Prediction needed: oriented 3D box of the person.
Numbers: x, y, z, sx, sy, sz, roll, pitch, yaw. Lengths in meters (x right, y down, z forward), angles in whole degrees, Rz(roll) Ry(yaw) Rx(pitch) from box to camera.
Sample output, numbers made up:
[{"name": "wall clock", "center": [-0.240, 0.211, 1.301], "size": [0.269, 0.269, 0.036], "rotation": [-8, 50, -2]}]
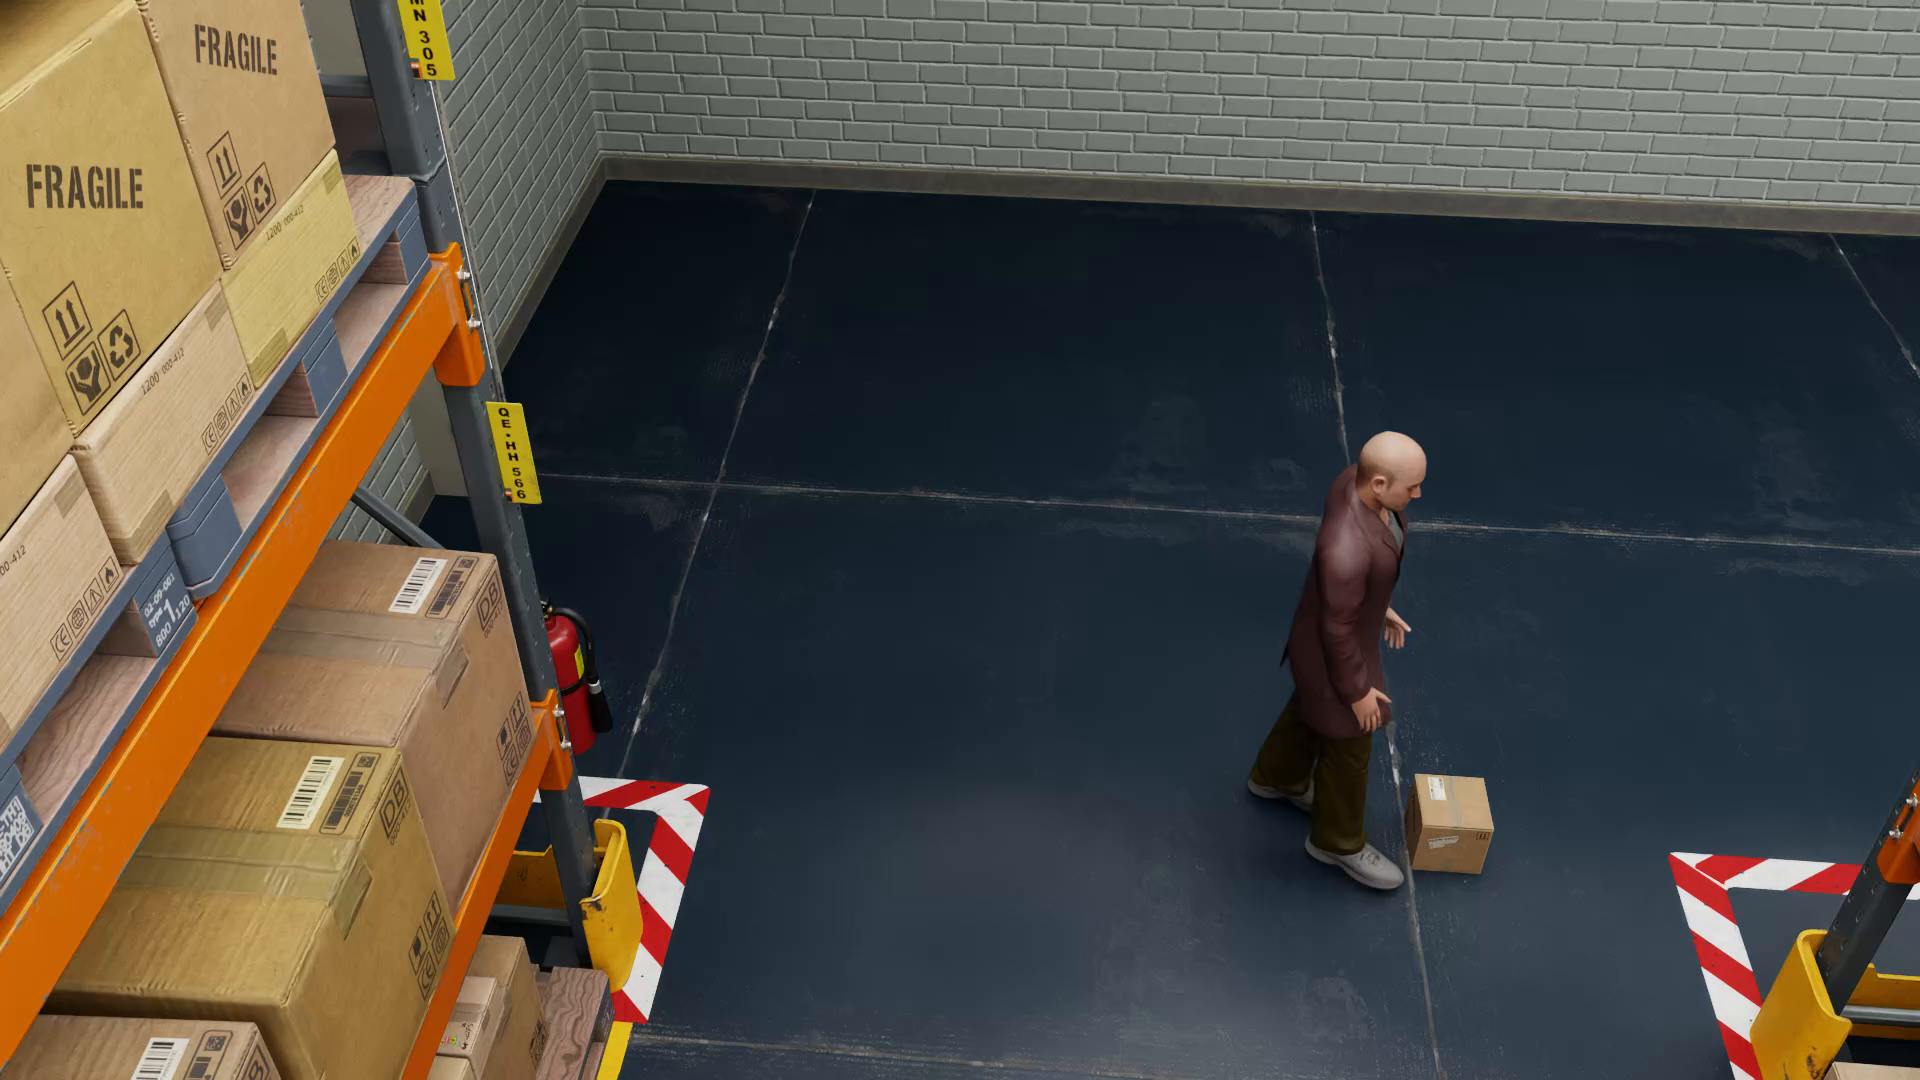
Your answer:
[{"name": "person", "center": [1.369, 0.381, 5.681], "size": [0.624, 1.777, 0.594], "rotation": [12, 41, 14]}]
